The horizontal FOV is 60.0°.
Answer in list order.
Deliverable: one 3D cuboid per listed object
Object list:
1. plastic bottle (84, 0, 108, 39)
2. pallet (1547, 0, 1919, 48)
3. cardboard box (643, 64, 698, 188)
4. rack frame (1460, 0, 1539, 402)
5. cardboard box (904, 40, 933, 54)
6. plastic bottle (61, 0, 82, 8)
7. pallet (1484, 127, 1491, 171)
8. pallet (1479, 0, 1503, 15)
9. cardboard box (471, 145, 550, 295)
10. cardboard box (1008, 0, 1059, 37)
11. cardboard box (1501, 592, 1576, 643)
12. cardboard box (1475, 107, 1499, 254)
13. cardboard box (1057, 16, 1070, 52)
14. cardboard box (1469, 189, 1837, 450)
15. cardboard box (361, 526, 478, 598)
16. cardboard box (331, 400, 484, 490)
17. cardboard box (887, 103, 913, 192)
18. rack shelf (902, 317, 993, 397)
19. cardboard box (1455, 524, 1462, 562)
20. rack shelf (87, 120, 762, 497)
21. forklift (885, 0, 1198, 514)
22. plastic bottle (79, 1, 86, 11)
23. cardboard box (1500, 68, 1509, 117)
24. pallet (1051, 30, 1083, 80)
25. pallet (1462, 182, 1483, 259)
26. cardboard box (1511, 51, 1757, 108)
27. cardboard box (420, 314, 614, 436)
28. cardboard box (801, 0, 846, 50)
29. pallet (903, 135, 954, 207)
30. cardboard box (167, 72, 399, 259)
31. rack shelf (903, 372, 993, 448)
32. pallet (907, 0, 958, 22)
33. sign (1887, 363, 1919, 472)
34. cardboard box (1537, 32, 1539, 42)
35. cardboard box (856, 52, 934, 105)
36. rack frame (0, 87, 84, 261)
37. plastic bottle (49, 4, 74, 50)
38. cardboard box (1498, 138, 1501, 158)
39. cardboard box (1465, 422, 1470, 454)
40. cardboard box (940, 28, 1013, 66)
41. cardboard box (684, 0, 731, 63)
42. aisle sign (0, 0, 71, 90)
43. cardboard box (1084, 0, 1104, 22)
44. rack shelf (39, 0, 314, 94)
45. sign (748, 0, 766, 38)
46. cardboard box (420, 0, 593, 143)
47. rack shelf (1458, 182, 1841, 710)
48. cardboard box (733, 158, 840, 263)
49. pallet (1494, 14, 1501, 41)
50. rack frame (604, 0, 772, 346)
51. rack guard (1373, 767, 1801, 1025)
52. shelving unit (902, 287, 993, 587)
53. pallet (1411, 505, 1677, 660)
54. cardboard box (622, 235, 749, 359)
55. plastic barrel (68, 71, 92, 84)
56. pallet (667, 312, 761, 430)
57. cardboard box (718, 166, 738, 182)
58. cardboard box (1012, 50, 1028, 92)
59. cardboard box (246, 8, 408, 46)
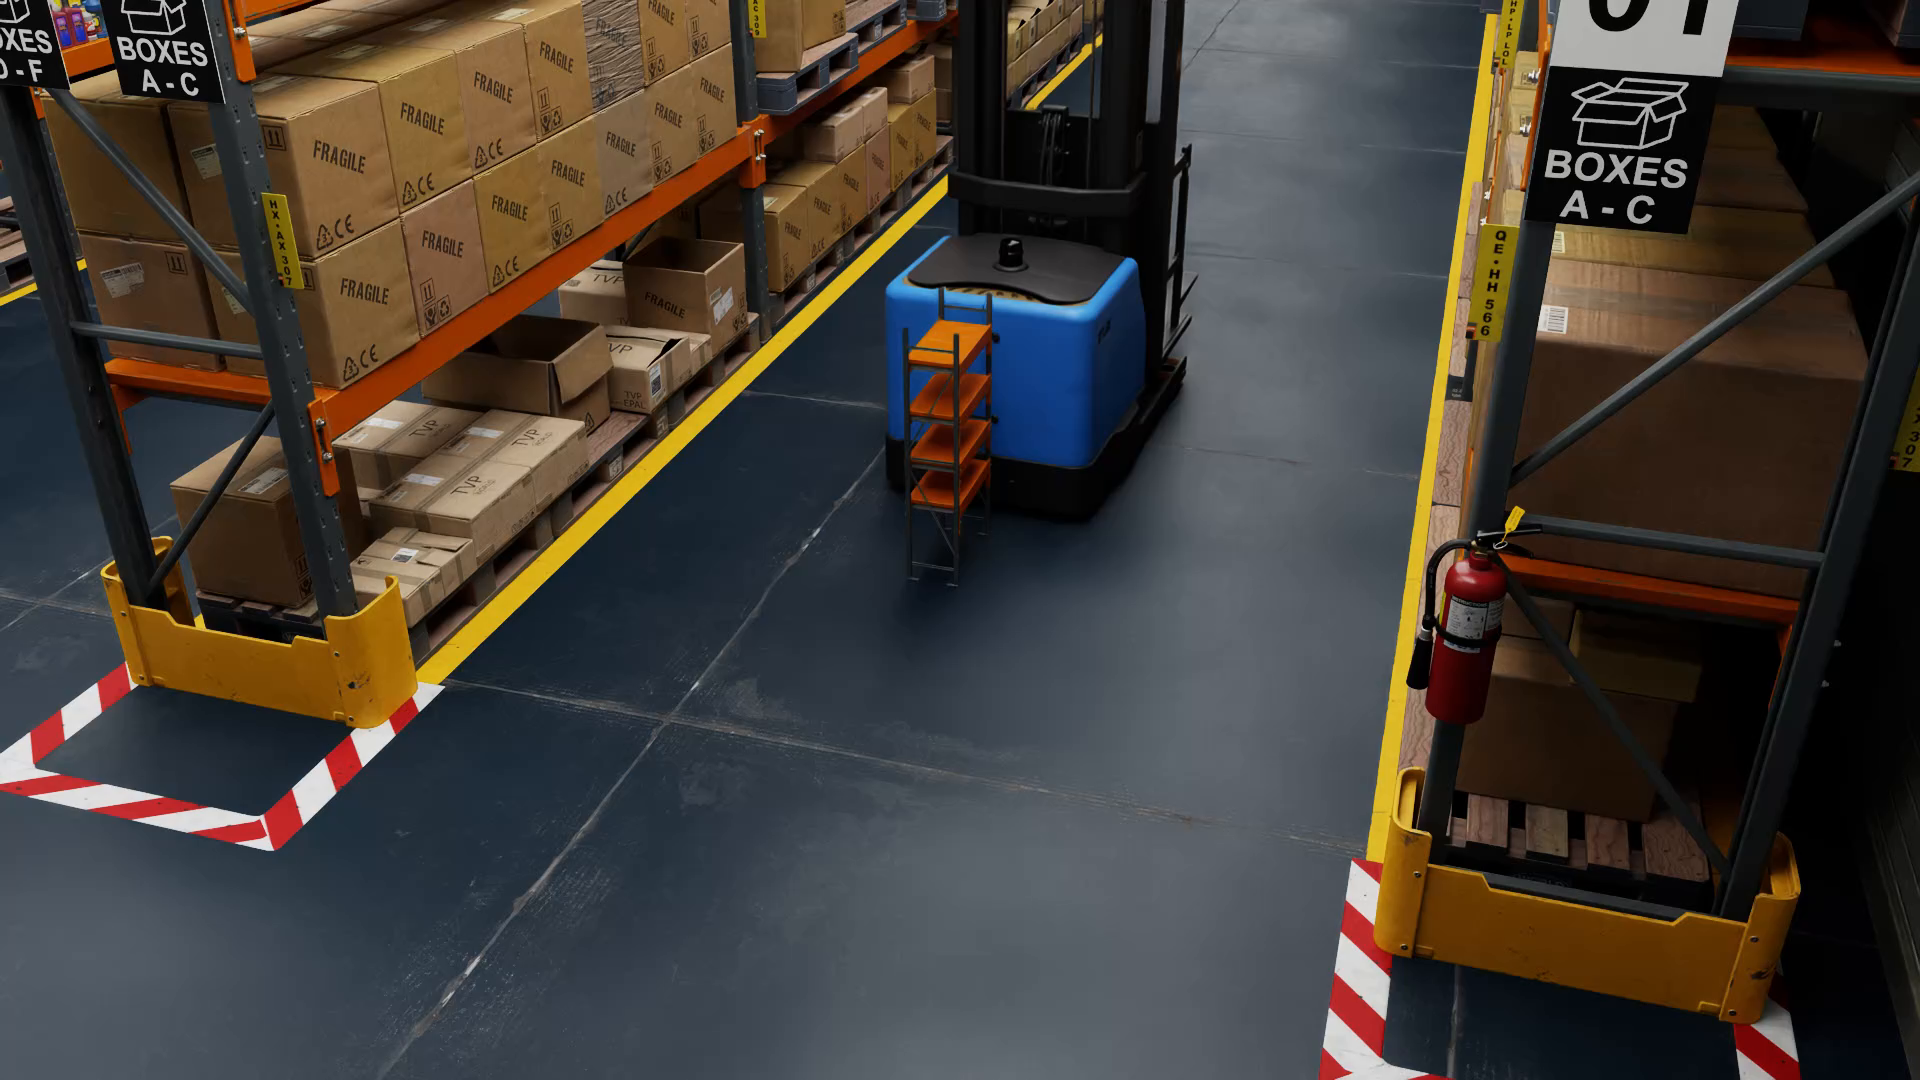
[{"bbox_3d":[-5.751,-3.483,11.058,0.097,0.271,0.097,0,29,0],"label":"plastic bottle"},{"bbox_3d":[2.154,-1.612,4.568,1.003,0.211,1.213,8,30,15],"label":"pallet"},{"bbox_3d":[-1.668,-2.093,8.324,0.500,0.500,0.500,9,30,16],"label":"cardboard box"},{"bbox_3d":[3.120,-1.853,7.995,1.000,3.000,0.127,8,30,15],"label":"rack frame"},{"bbox_3d":[-0.524,-3.922,13.535,0.500,0.311,0.500,9,30,16],"label":"cardboard box"},{"bbox_3d":[-6.201,-3.784,11.518,0.144,0.351,0.185,8,30,15],"label":"plastic bottle"},{"bbox_3d":[4.525,-2.856,12.667,1.003,0.211,1.213,8,30,15],"label":"pallet"},{"bbox_3d":[4.402,-3.974,12.006,1.213,0.211,1.003,8,30,15],"label":"pallet"},{"bbox_3d":[-2.111,-1.385,7.051,0.500,0.500,0.500,8,30,15],"label":"cardboard box"},{"bbox_3d":[0.592,-4.799,15.111,0.500,0.311,0.500,8,30,15],"label":"cardboard box"},{"bbox_3d":[1.920,0.206,5.766,0.380,0.149,0.250,8,30,14],"label":"cardboard box"},{"bbox_3d":[3.690,-2.227,10.446,0.750,0.750,0.750,8,30,15],"label":"cardboard box"},{"bbox_3d":[0.737,-4.789,15.669,0.500,0.250,0.500,8,30,14],"label":"cardboard box"},{"bbox_3d":[2.289,-0.703,5.620,0.980,0.700,0.700,8,30,14],"label":"cardboard box"},{"bbox_3d":[-2.265,0.085,6.973,0.380,0.166,0.250,8,30,15],"label":"cardboard box"},{"bbox_3d":[-2.559,-0.415,7.786,0.500,0.250,0.500,8,30,15],"label":"cardboard box"},{"bbox_3d":[-0.644,-2.808,11.831,0.500,0.500,0.500,7,30,13],"label":"cardboard box"},{"bbox_3d":[-0.049,-0.791,7.129,0.258,0.148,0.480,8,30,15],"label":"rack shelf"},{"bbox_3d":[2.350,0.109,6.608,0.700,0.500,0.500,8,30,13],"label":"cardboard box"},{"bbox_3d":[-2.203,-1.314,7.767,1.077,0.370,4.000,8,30,15],"label":"rack shelf"},{"bbox_3d":[0.623,-2.104,8.518,1.130,2.935,3.031,10,31,18],"label":"forklift"},{"bbox_3d":[-5.867,-3.520,11.196,0.097,0.201,0.097,0,29,0],"label":"plastic bottle"},{"bbox_3d":[3.155,-2.524,8.773,0.500,0.500,0.500,9,30,15],"label":"cardboard box"},{"bbox_3d":[0.553,-4.709,15.998,1.003,0.211,1.213,8,30,15],"label":"pallet"},{"bbox_3d":[3.991,-2.138,11.375,1.003,0.211,1.213,8,30,15],"label":"pallet"},{"bbox_3d":[2.946,-1.734,7.473,0.980,0.700,0.700,9,30,16],"label":"cardboard box"},{"bbox_3d":[-2.163,-0.785,8.192,0.797,0.503,0.637,8,30,15],"label":"cardboard box"},{"bbox_3d":[-1.122,-3.302,10.065,0.700,0.500,0.500,13,32,23],"label":"cardboard box"},{"bbox_3d":[-0.697,-2.857,12.668,1.003,0.211,1.213,8,30,15],"label":"pallet"},{"bbox_3d":[-2.408,-1.348,5.957,0.500,0.500,0.500,9,30,16],"label":"cardboard box"},{"bbox_3d":[-0.049,-0.584,7.244,0.258,0.148,0.480,8,30,15],"label":"rack shelf"},{"bbox_3d":[-0.574,-4.008,12.067,1.213,0.211,1.003,8,30,15],"label":"pallet"},{"bbox_3d":[2.475,-0.325,4.276,0.100,0.325,0.005,8,30,15],"label":"sign"},{"bbox_3d":[3.013,-2.616,8.167,0.500,0.250,0.500,9,30,16],"label":"cardboard box"},{"bbox_3d":[-0.505,-3.350,12.033,0.500,0.250,0.500,10,31,17],"label":"cardboard box"},{"bbox_3d":[-6.350,-3.266,10.536,1.000,3.000,0.127,8,30,15],"label":"rack frame"},{"bbox_3d":[-5.835,-3.325,10.762,0.061,0.283,0.133,8,30,15],"label":"plastic bottle"},{"bbox_3d":[3.001,-2.070,8.623,0.380,0.149,0.250,9,30,16],"label":"cardboard box"},{"bbox_3d":[2.803,-0.611,7.902,0.700,0.500,0.500,9,30,16],"label":"cardboard box"},{"bbox_3d":[0.139,-4.091,13.837,0.500,0.311,0.500,8,30,14],"label":"cardboard box"},{"bbox_3d":[-1.517,-2.767,8.506,0.500,0.500,0.500,9,30,15],"label":"cardboard box"},{"bbox_3d":[-3.103,-1.847,5.311,0.394,0.787,0.004,8,30,15],"label":"aisle sign"},{"bbox_3d":[1.158,-5.430,16.822,0.500,0.250,0.500,8,30,15],"label":"cardboard box"},{"bbox_3d":[-5.763,-3.882,12.382,1.077,0.370,4.000,8,30,15],"label":"rack shelf"},{"bbox_3d":[-1.095,-2.862,8.919,0.100,0.325,0.005,8,30,15],"label":"sign"},{"bbox_3d":[-1.962,-2.060,7.237,0.500,0.500,0.500,8,30,14],"label":"cardboard box"},{"bbox_3d":[2.533,-0.609,6.499,1.077,0.370,4.000,8,30,15],"label":"rack shelf"},{"bbox_3d":[-1.095,-2.097,10.553,0.500,0.500,0.500,9,30,16],"label":"cardboard box"},{"bbox_3d":[5.988,-5.238,16.949,1.003,0.211,1.213,8,30,15],"label":"pallet"},{"bbox_3d":[-1.616,-2.558,9.263,1.000,3.000,0.127,8,30,15],"label":"rack frame"},{"bbox_3d":[1.939,1.110,5.241,1.175,0.500,0.348,8,30,15],"label":"rack guard"},{"bbox_3d":[-0.049,-0.447,7.320,0.258,1.200,0.503,8,30,15],"label":"shelving unit"},{"bbox_3d":[2.466,0.277,7.035,1.003,0.211,1.213,8,30,15],"label":"pallet"},{"bbox_3d":[-1.512,-1.353,9.215,0.500,0.500,0.500,8,30,15],"label":"cardboard box"},{"bbox_3d":[-6.174,-2.783,11.394,0.600,0.901,0.708,8,30,15],"label":"plastic barrel"},{"bbox_3d":[-1.819,-1.020,9.367,1.003,0.211,1.213,8,30,15],"label":"pallet"},{"bbox_3d":[-1.592,-2.157,10.660,0.500,0.500,0.500,9,30,15],"label":"cardboard box"},{"bbox_3d":[0.286,-4.076,14.389,0.500,0.250,0.500,8,30,14],"label":"cardboard box"},{"bbox_3d":[-2.627,-1.902,6.953,0.500,0.500,0.500,9,30,16],"label":"cardboard box"}]
